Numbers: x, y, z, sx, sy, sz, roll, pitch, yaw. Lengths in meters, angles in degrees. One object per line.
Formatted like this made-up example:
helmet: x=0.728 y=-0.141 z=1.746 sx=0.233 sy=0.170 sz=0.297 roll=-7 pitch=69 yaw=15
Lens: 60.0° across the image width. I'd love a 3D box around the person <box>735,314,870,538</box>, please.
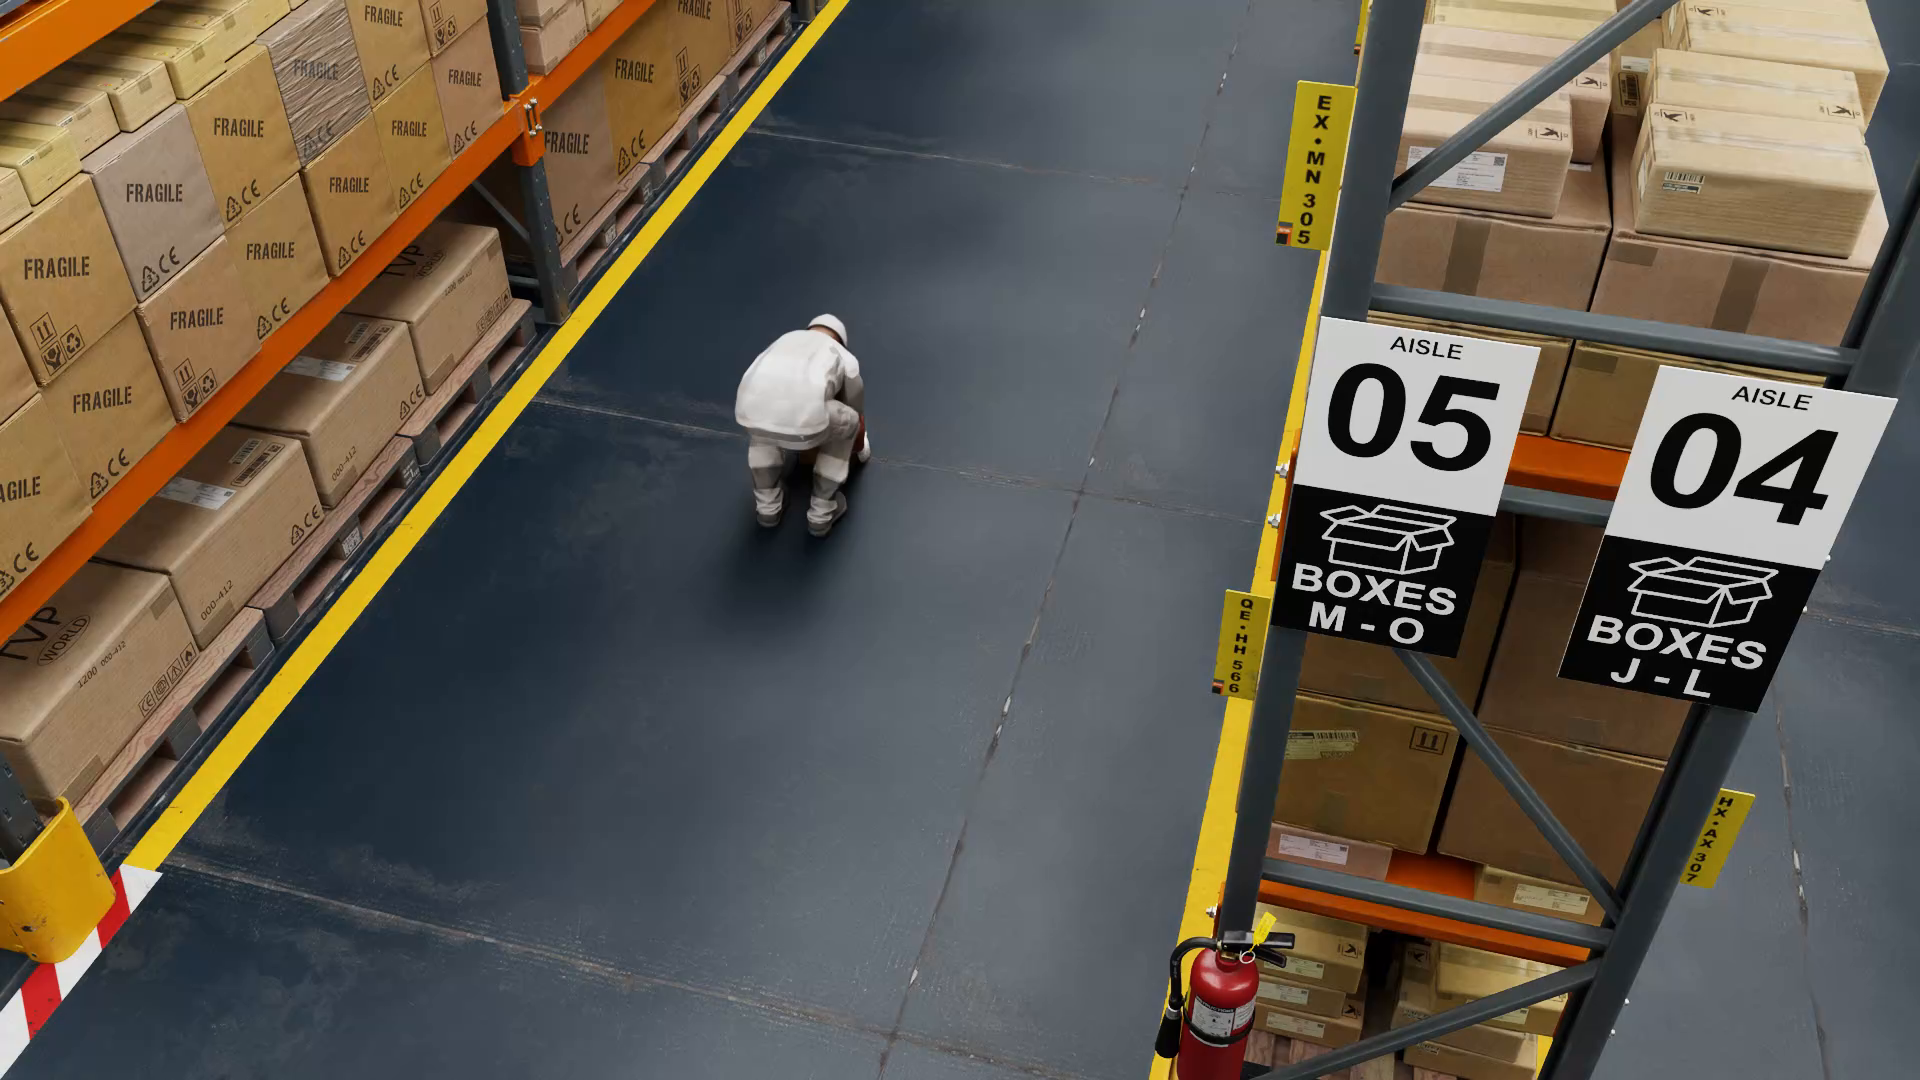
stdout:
person: x=-0.698 y=-0.556 z=7.480 sx=0.537 sy=0.915 sz=0.956 roll=8 pitch=41 yaw=9
